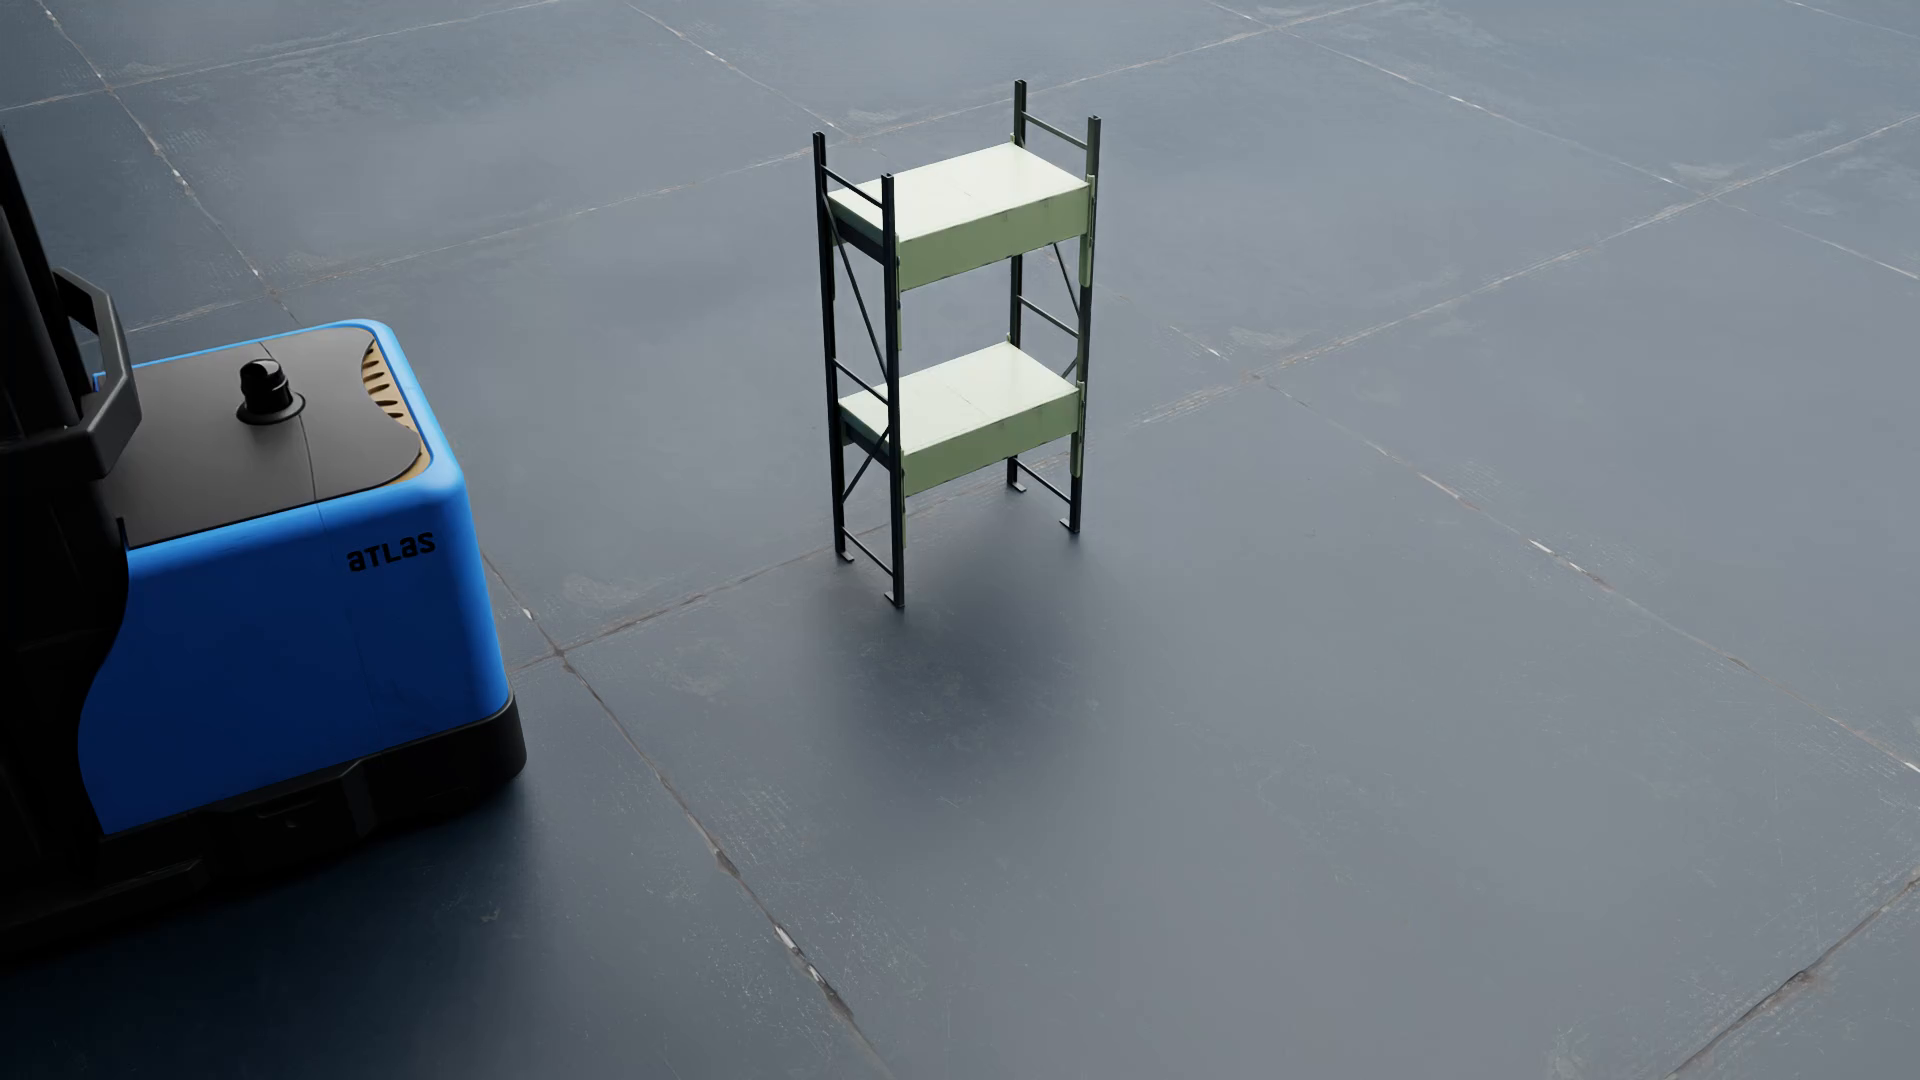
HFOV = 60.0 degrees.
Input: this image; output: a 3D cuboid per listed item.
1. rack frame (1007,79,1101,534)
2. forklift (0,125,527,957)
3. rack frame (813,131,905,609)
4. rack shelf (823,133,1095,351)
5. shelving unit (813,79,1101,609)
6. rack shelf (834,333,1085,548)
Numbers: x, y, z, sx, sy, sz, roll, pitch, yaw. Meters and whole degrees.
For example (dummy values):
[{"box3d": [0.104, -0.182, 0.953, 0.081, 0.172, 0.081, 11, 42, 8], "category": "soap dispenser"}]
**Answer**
[{"box3d": [0.294, -0.730, 5.480, 0.023, 1.500, 0.400, -22, 41, -28], "category": "rack frame"}, {"box3d": [-2.787, -0.337, 3.708, 3.031, 2.935, 1.130, -17, 39, -22], "category": "forklift"}, {"box3d": [-0.305, -0.484, 5.138, 0.023, 1.500, 0.400, -22, 41, -28], "category": "rack frame"}, {"box3d": [-0.005, -0.923, 5.081, 0.720, 0.370, 0.431, -22, 41, -28], "category": "rack shelf"}, {"box3d": [-0.005, -0.607, 5.309, 0.755, 1.500, 0.431, -22, 41, -28], "category": "shelving unit"}, {"box3d": [-0.005, -0.342, 5.499, 0.720, 0.370, 0.431, -22, 41, -28], "category": "rack shelf"}]
